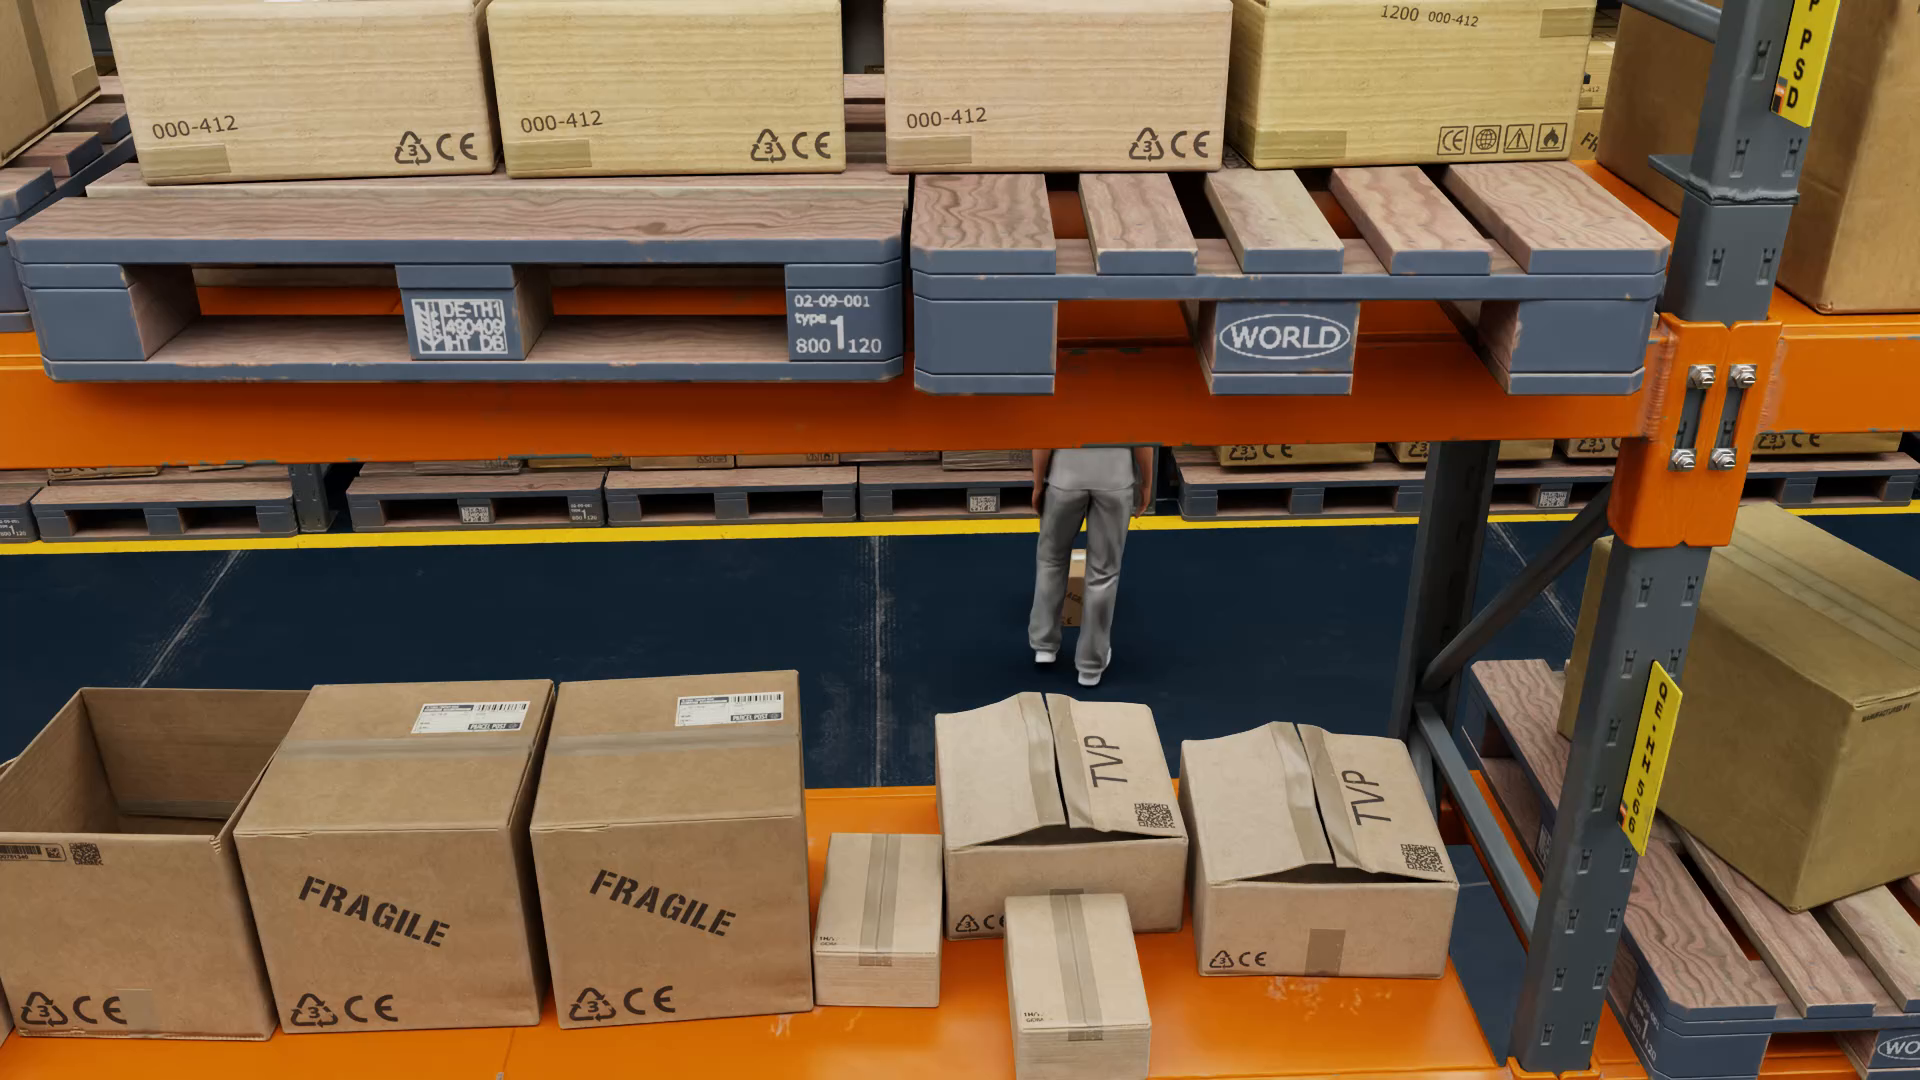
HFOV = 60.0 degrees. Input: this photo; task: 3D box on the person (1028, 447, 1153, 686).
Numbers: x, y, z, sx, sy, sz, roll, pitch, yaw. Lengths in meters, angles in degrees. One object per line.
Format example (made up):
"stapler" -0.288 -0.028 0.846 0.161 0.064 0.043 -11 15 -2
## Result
"person" 0.516 -0.219 6.567 0.474 1.711 0.447 3 28 5
